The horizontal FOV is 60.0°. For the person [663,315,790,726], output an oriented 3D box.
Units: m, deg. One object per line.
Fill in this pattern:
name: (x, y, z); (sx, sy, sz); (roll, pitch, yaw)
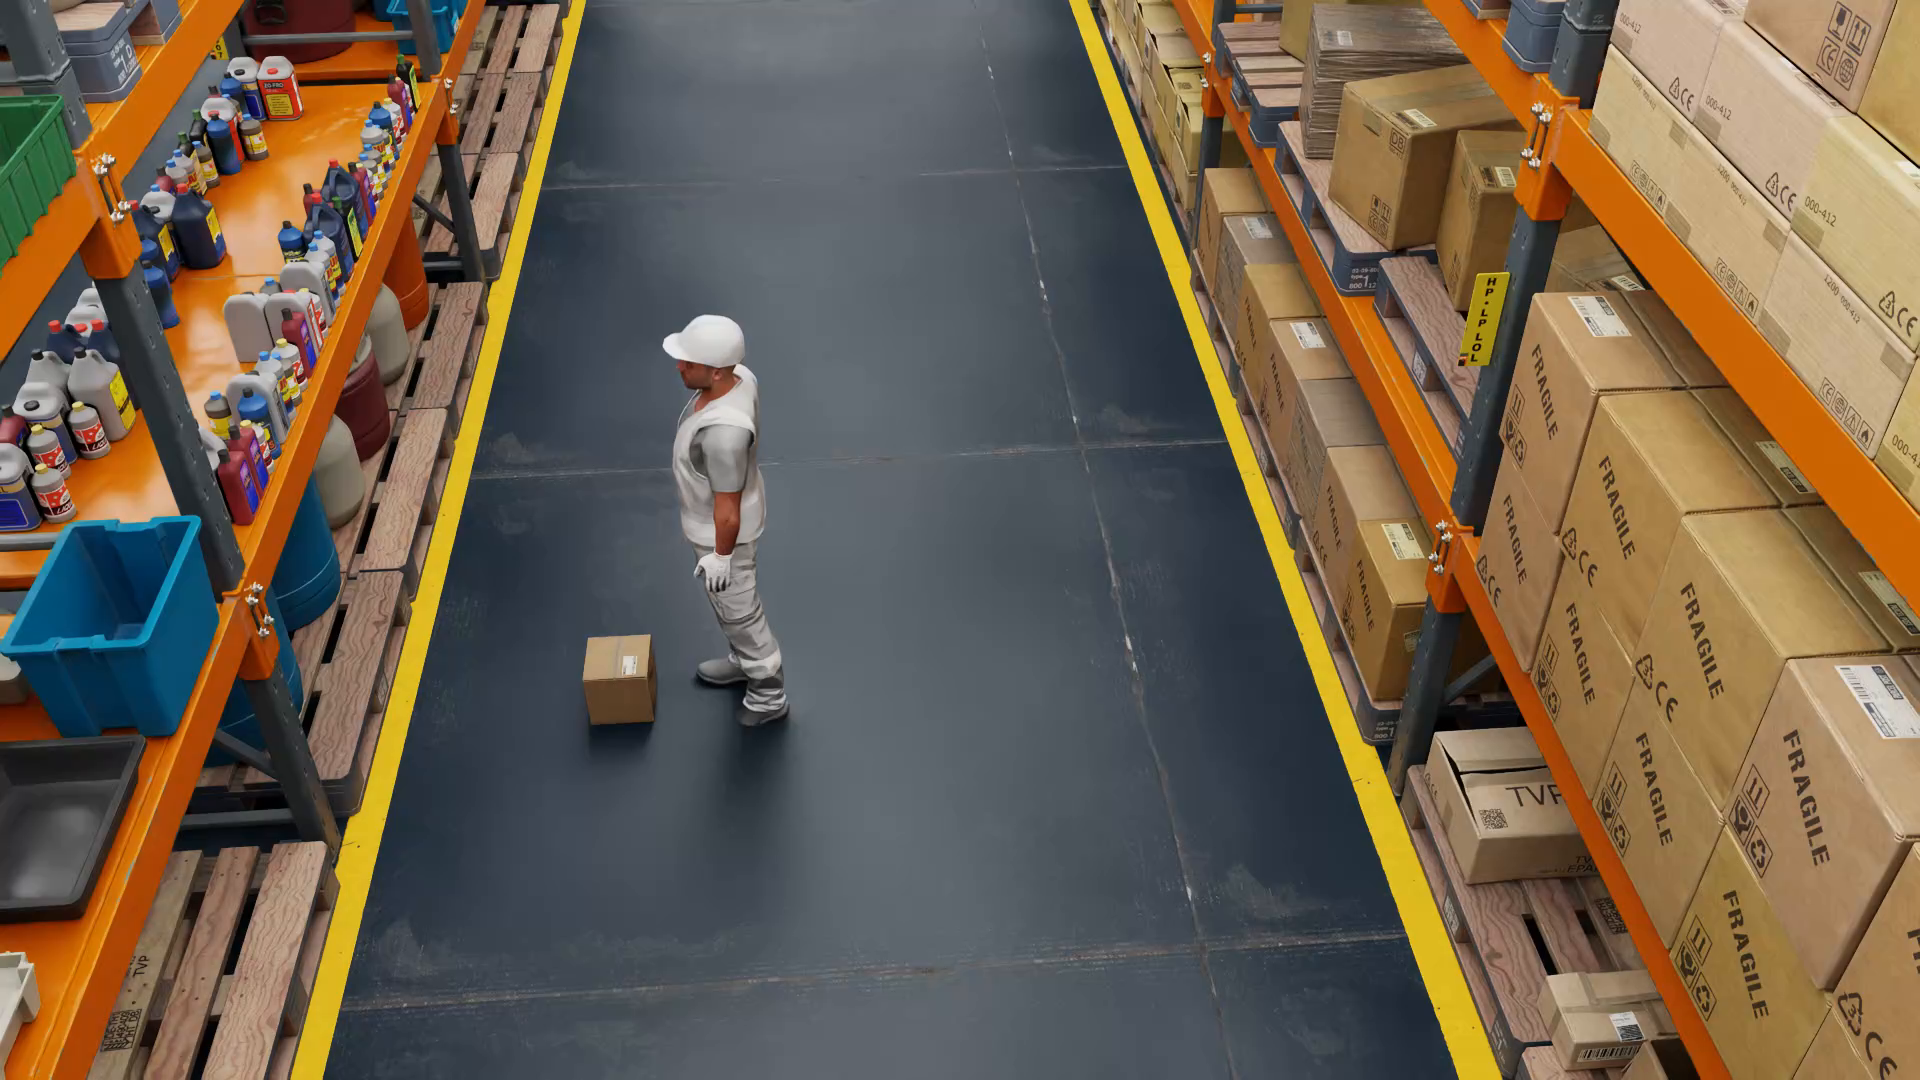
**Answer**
person: (-0.884, -0.041, 6.227); (0.386, 1.839, 0.524); (-2, 39, -3)
